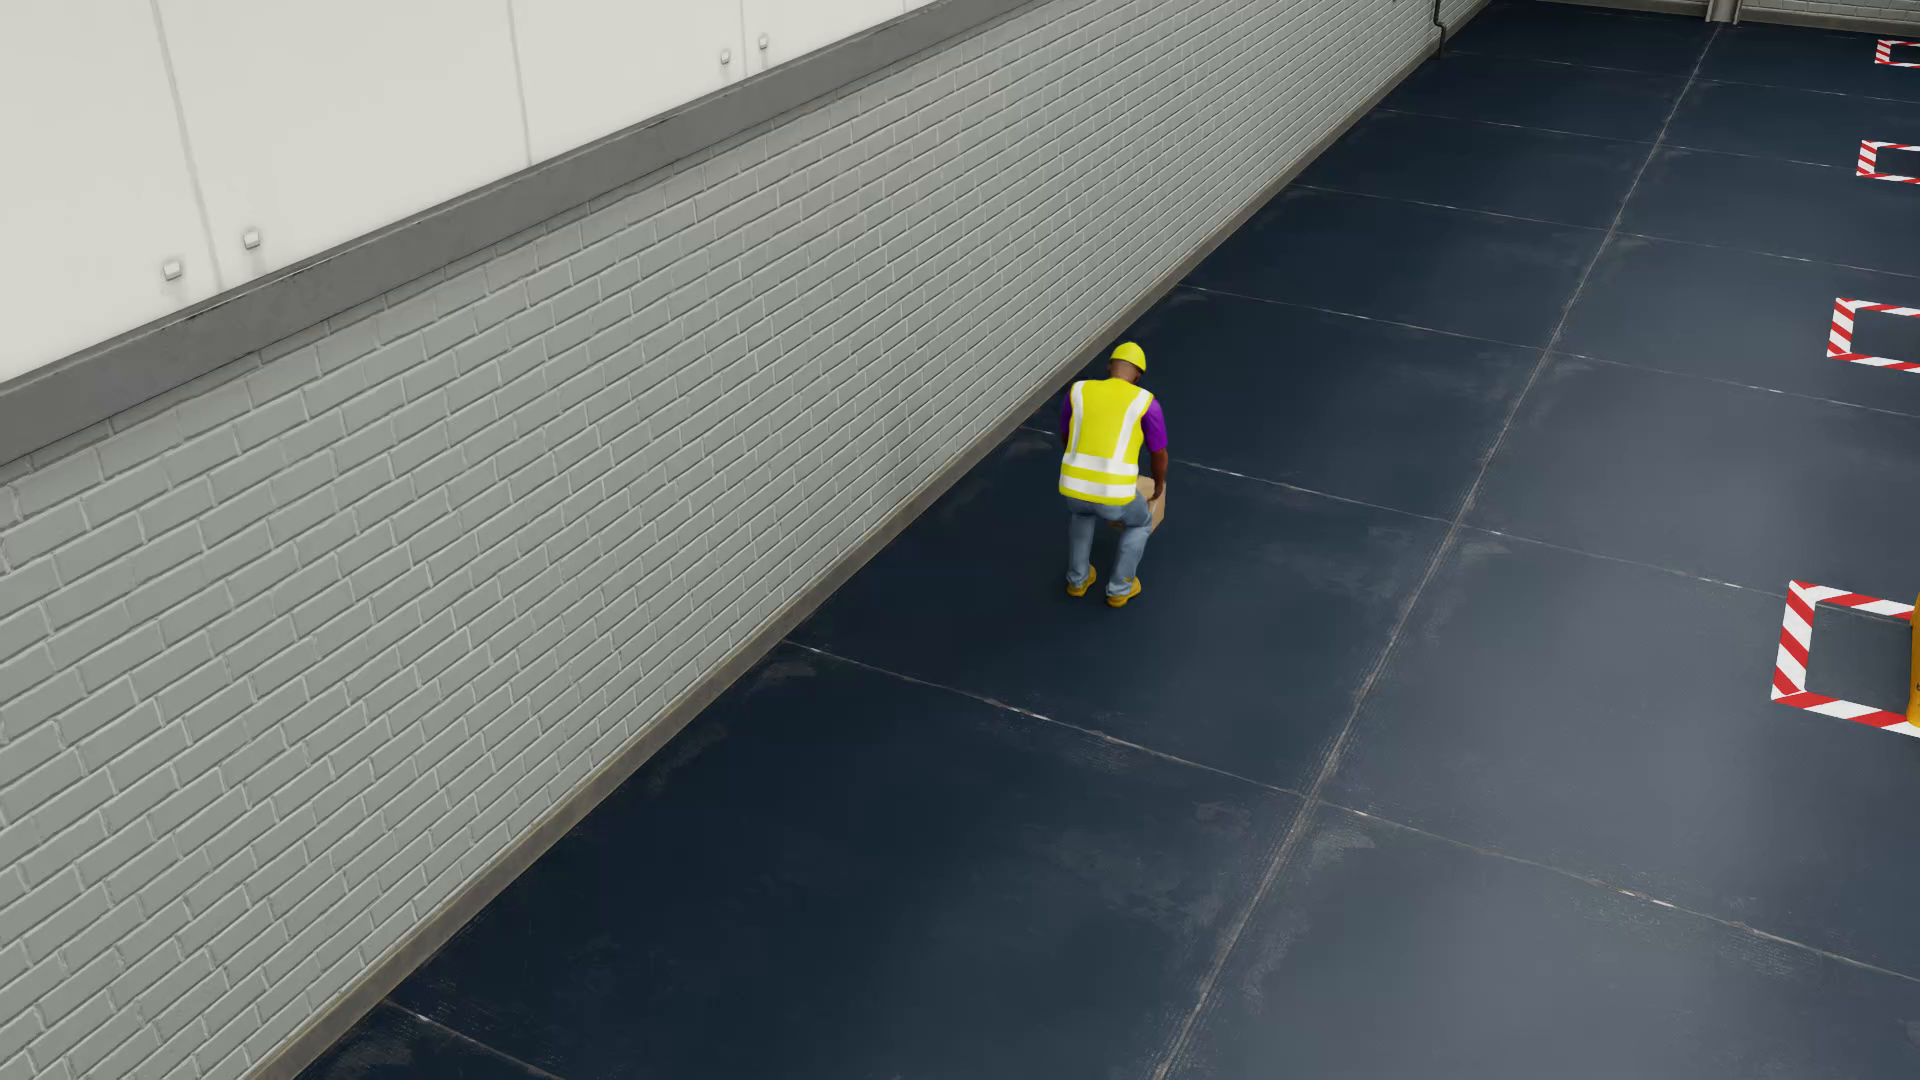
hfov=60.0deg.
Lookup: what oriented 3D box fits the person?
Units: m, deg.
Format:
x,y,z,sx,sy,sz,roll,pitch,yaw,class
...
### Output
x,y,z,sx,sy,sz,roll,pitch,yaw,class
0.810,-0.356,9.252,0.632,1.405,0.762,14,33,23,person
